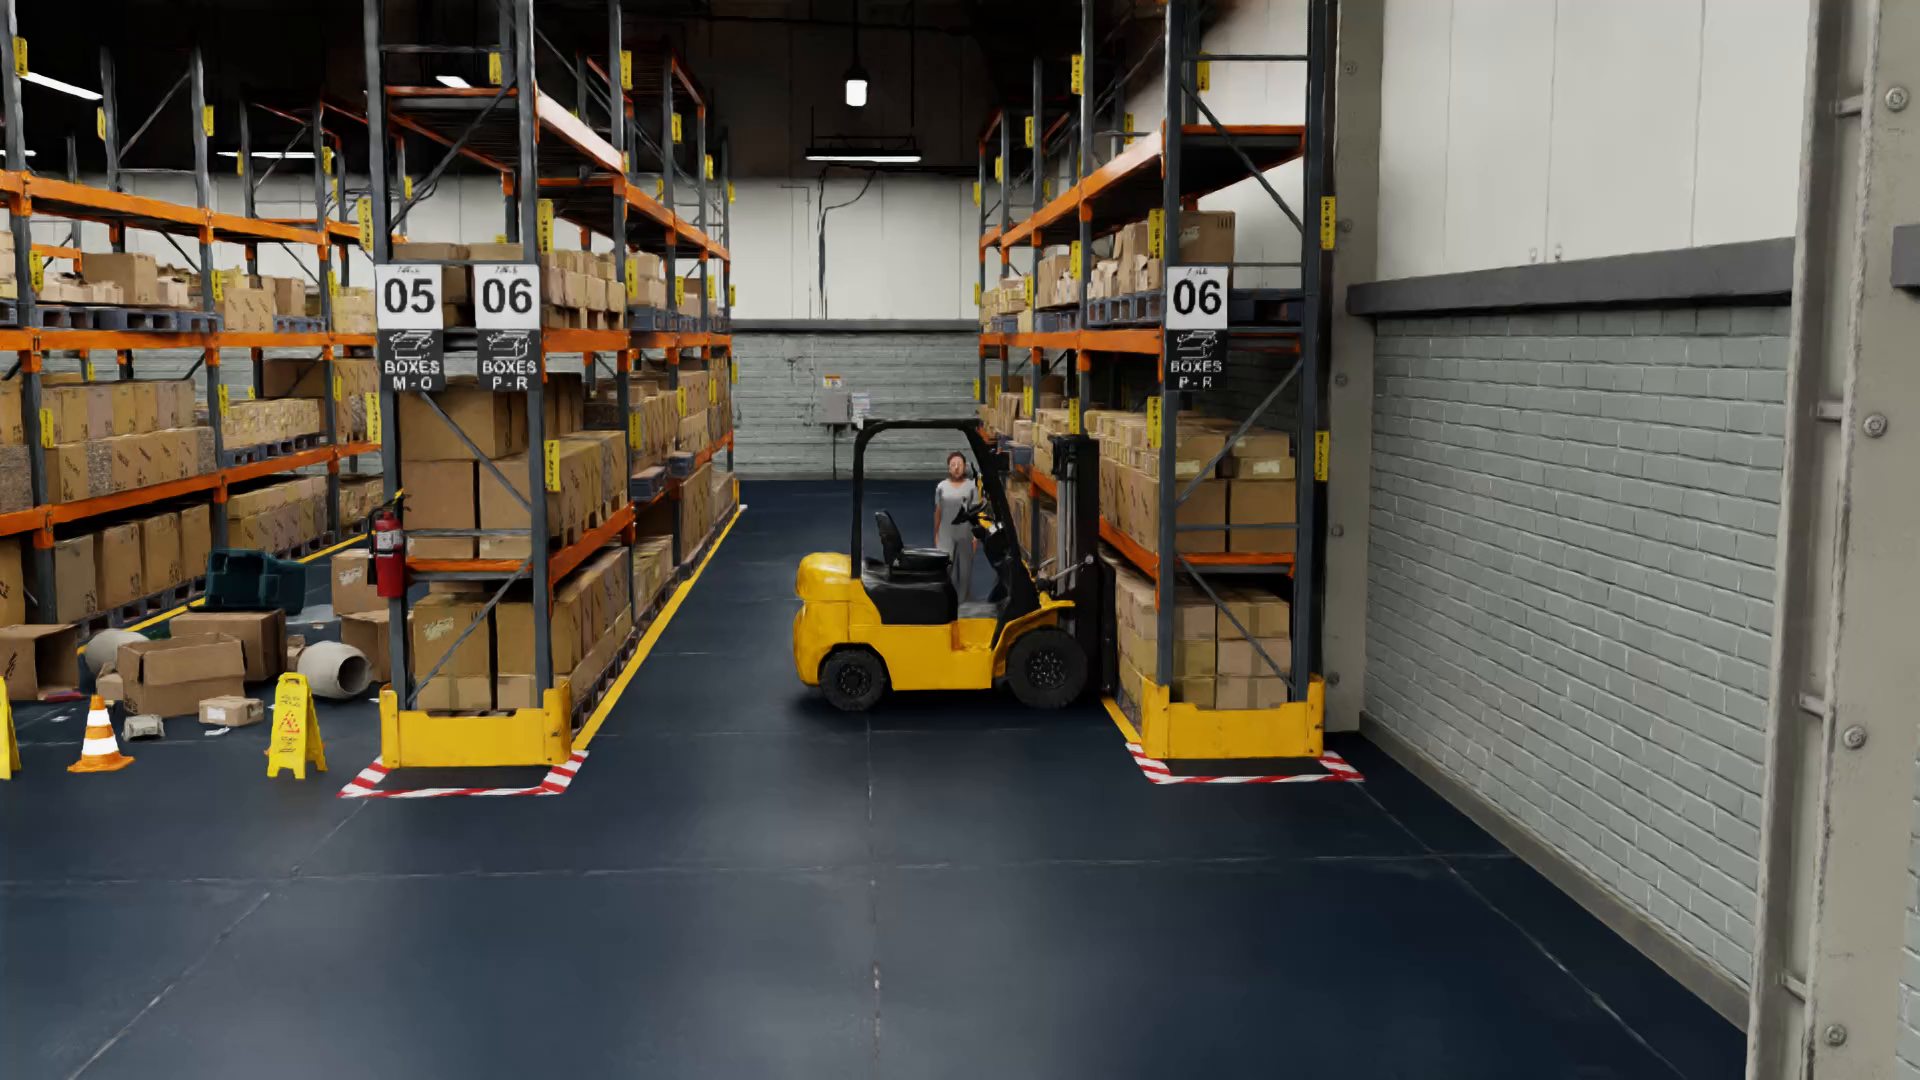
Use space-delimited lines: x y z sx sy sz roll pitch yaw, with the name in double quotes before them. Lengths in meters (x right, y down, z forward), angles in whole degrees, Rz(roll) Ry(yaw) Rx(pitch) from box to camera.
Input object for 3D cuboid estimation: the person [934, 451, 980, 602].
"person" -0.030 -0.007 15.765 0.440 1.660 0.682 0 7 0
